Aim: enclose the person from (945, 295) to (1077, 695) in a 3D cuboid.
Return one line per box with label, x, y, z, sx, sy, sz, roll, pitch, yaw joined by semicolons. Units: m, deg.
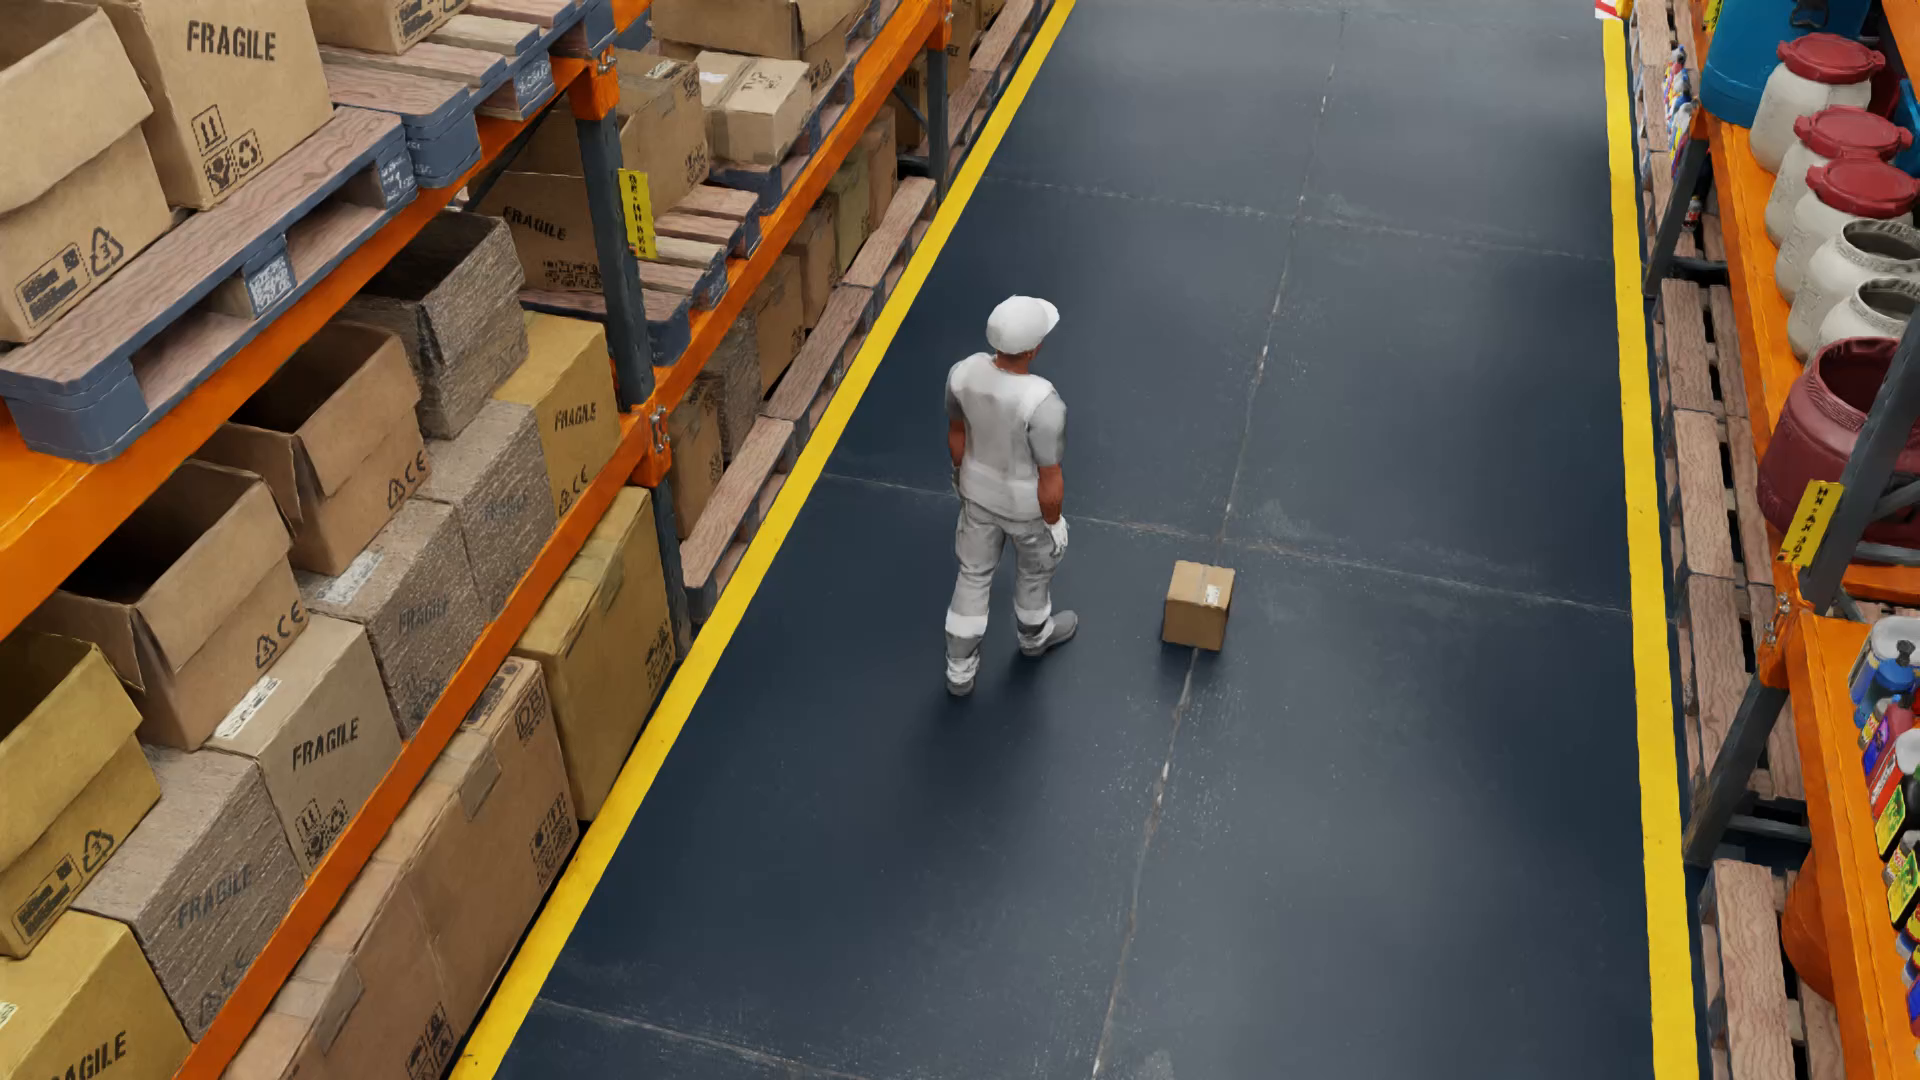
person;0.204;-0.184;6.345;0.555;1.792;0.687;23;46;25
